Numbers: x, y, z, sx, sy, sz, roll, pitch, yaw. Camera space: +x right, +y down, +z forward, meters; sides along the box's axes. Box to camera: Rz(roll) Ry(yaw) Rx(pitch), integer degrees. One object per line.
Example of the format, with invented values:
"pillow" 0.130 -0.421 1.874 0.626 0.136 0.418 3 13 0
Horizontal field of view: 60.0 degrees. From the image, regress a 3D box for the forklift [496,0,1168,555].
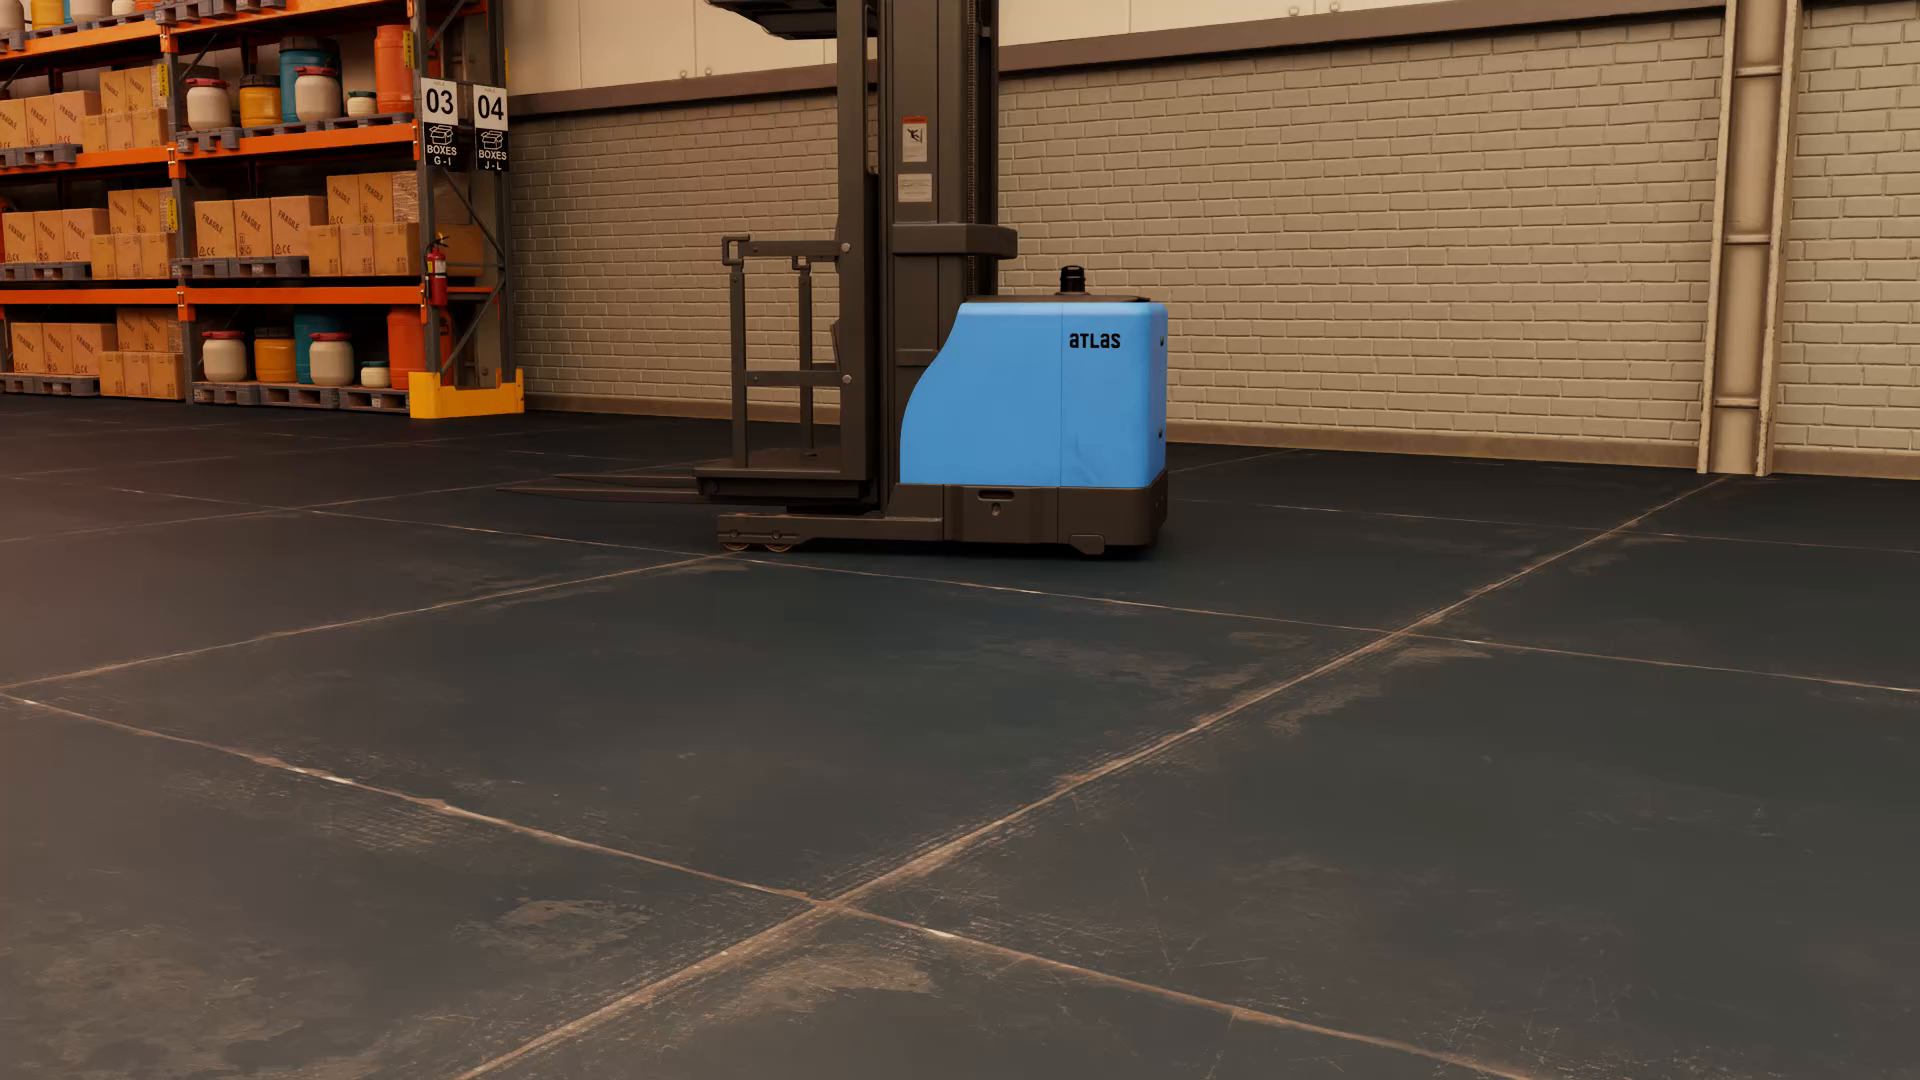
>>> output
"forklift" -0.596 -1.469 7.520 3.031 2.935 1.130 2 8 12
